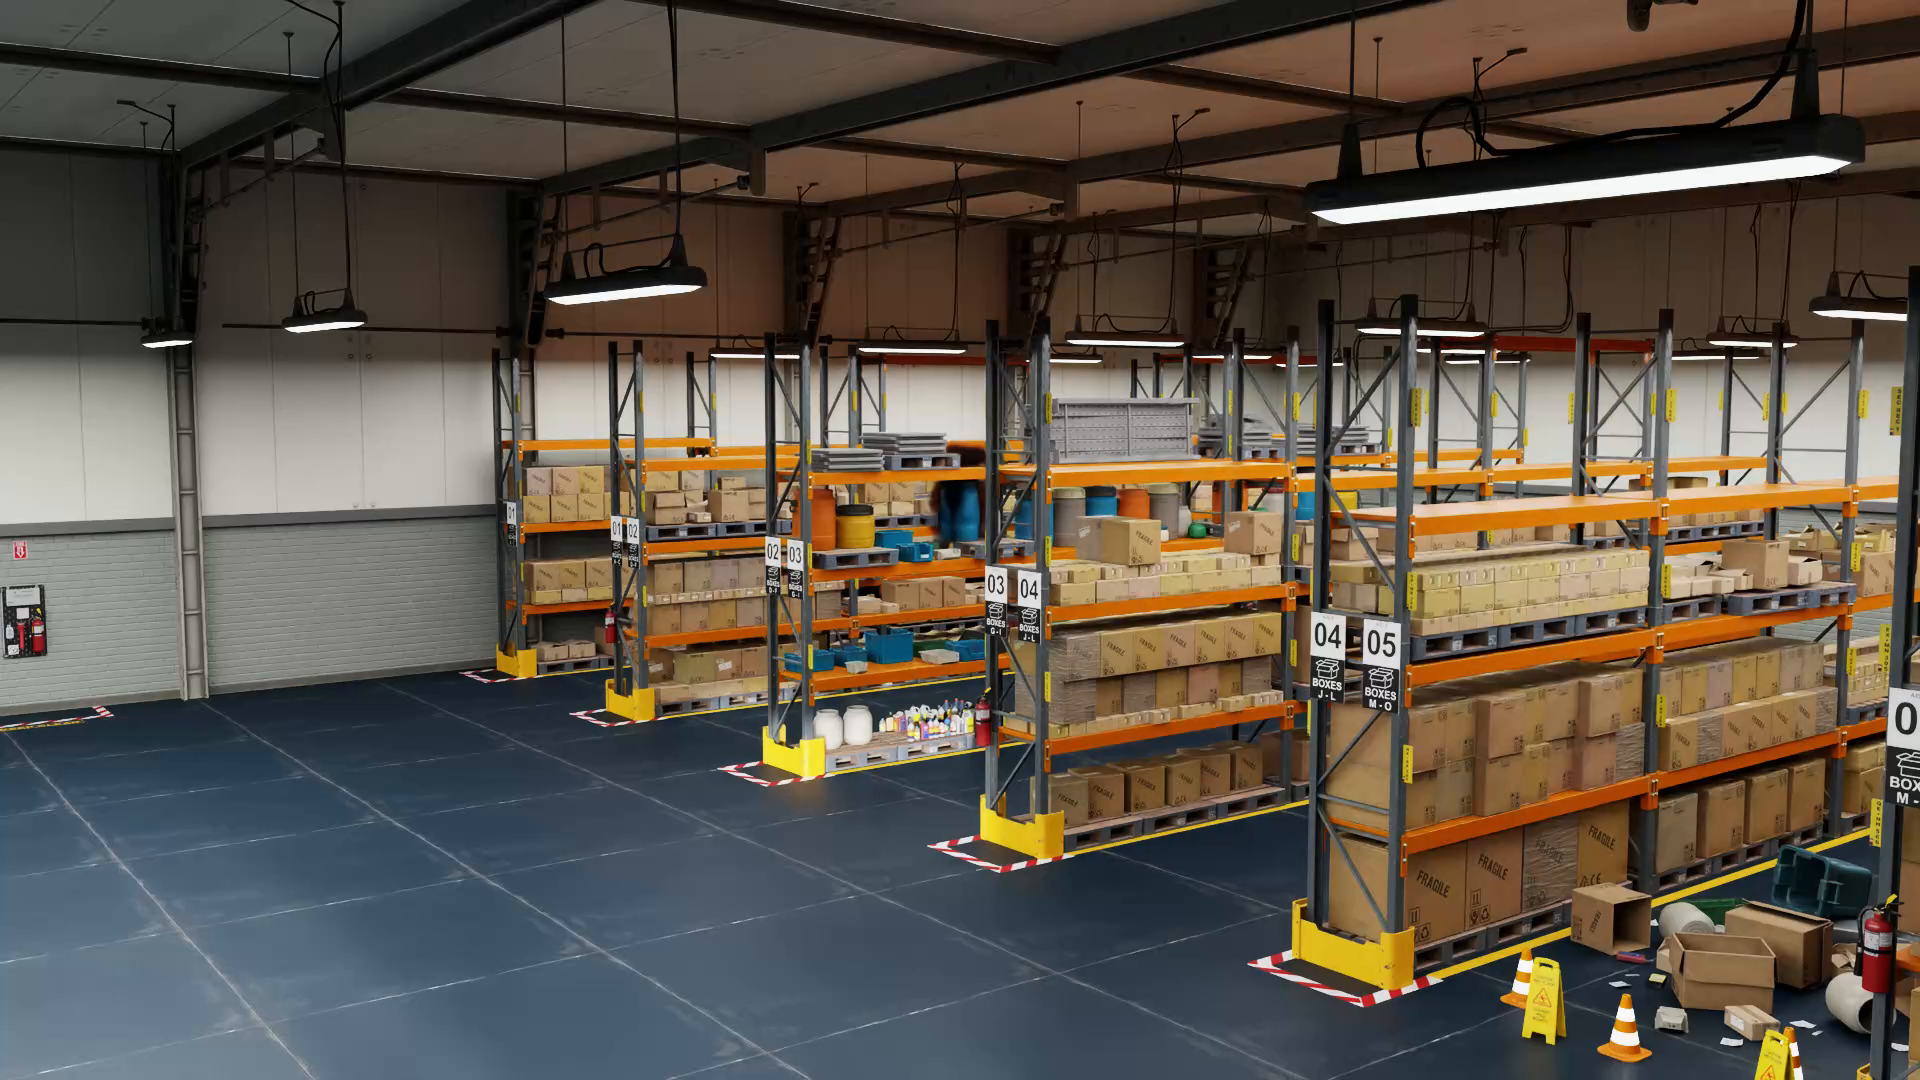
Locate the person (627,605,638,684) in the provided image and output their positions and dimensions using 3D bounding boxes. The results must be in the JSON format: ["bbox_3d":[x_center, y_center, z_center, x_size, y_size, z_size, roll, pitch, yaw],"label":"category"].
[{"bbox_3d":[-5.674,1.698,29.709,0.506,1.728,1.010,3,6,28],"label":"person"}]
